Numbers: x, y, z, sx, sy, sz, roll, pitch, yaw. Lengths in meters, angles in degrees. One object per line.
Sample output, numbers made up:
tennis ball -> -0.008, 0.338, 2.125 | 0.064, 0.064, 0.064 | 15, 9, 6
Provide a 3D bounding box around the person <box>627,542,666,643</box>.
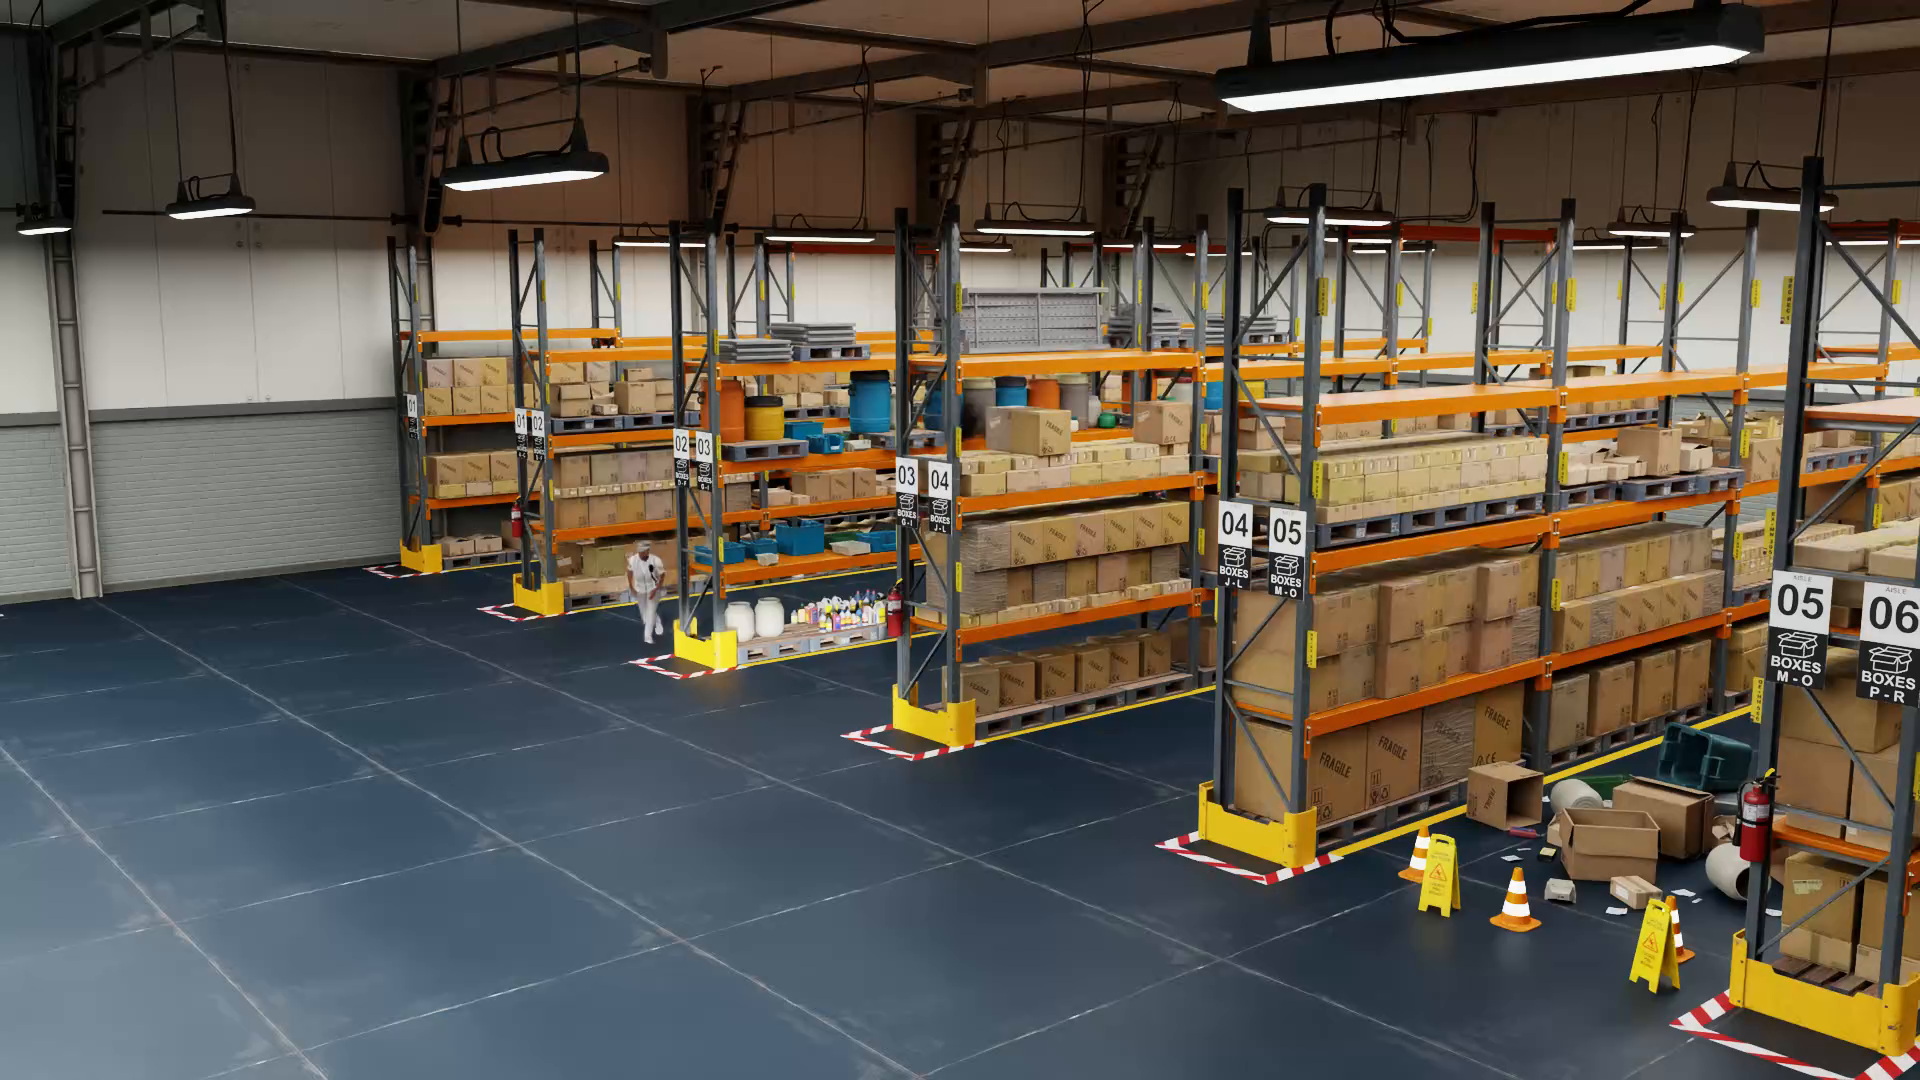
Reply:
person -> -4.518, 0.732, 24.032 | 0.575, 1.519, 0.760 | 1, 9, 5
